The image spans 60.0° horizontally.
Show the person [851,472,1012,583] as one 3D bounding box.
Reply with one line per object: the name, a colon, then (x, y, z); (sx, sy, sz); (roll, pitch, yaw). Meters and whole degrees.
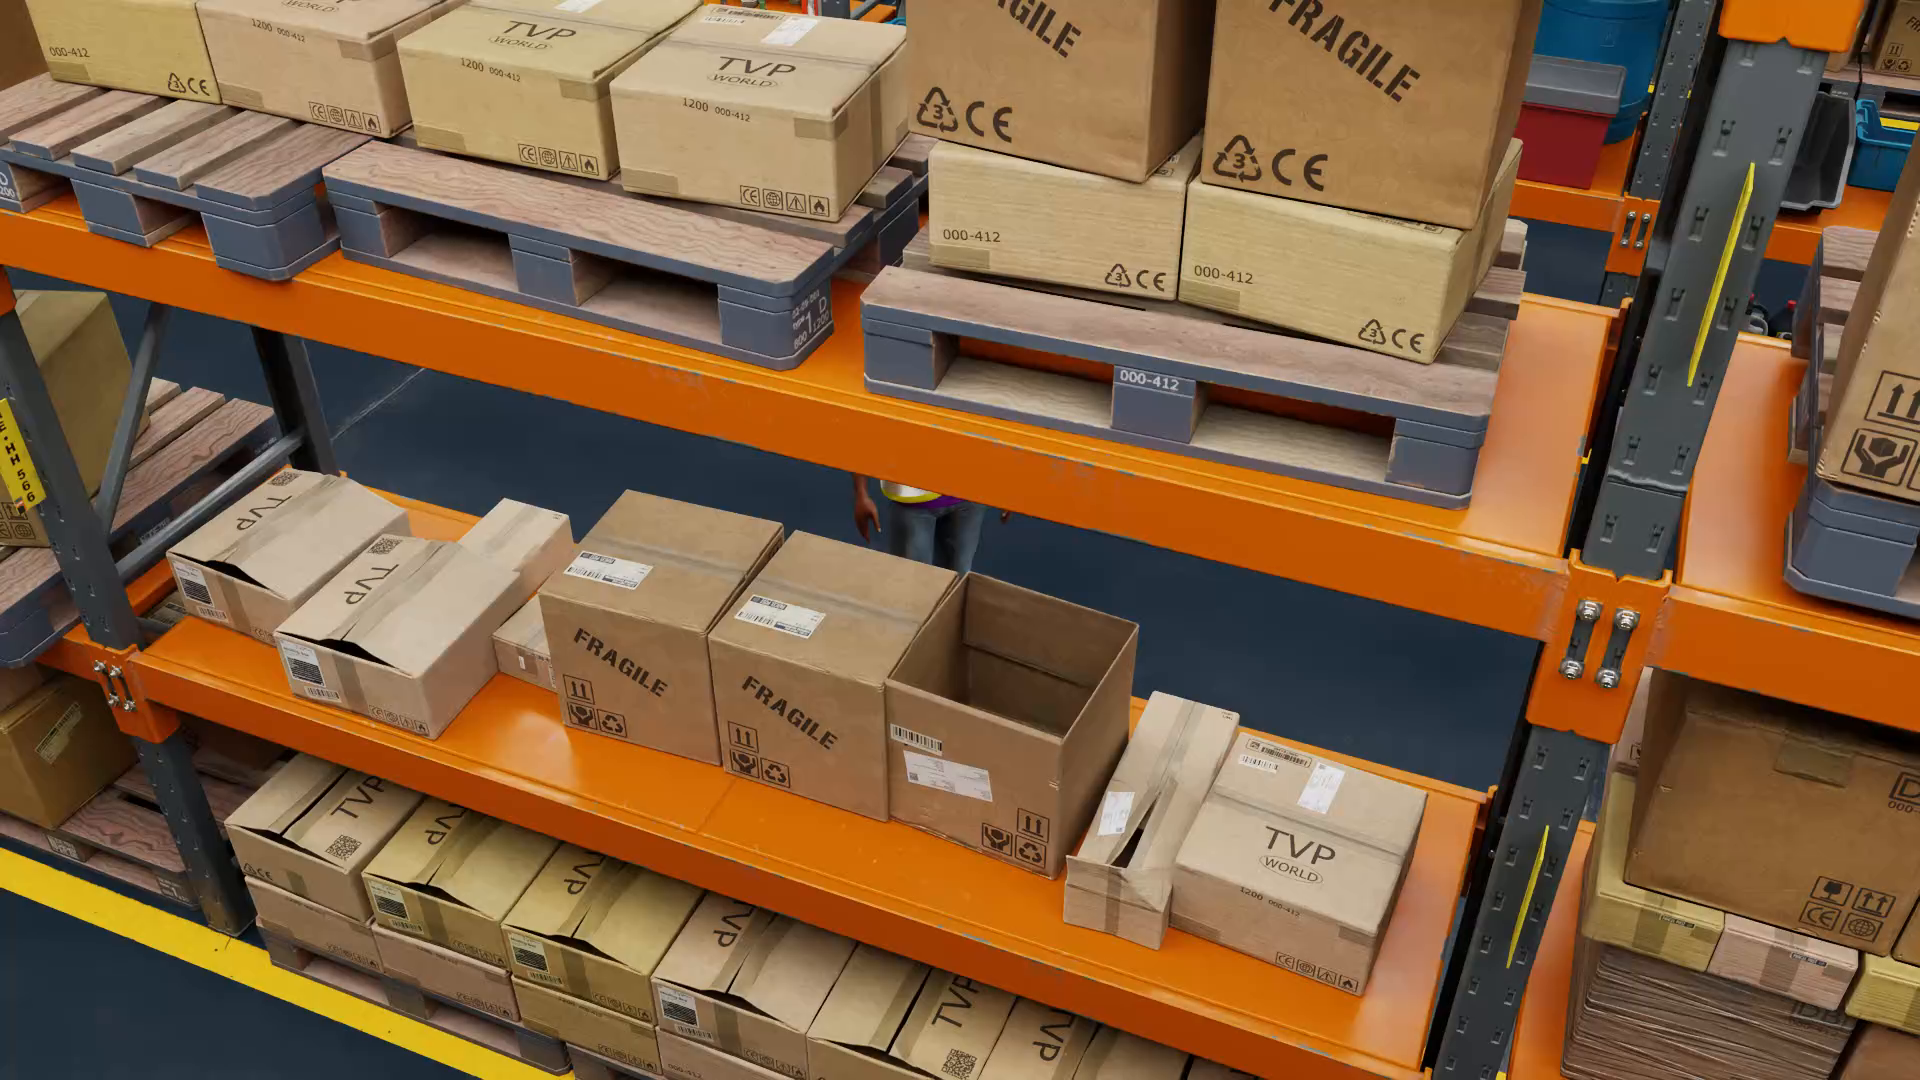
person: (-0.072, -0.157, 6.322); (0.666, 1.765, 0.577); (-12, 39, -16)
